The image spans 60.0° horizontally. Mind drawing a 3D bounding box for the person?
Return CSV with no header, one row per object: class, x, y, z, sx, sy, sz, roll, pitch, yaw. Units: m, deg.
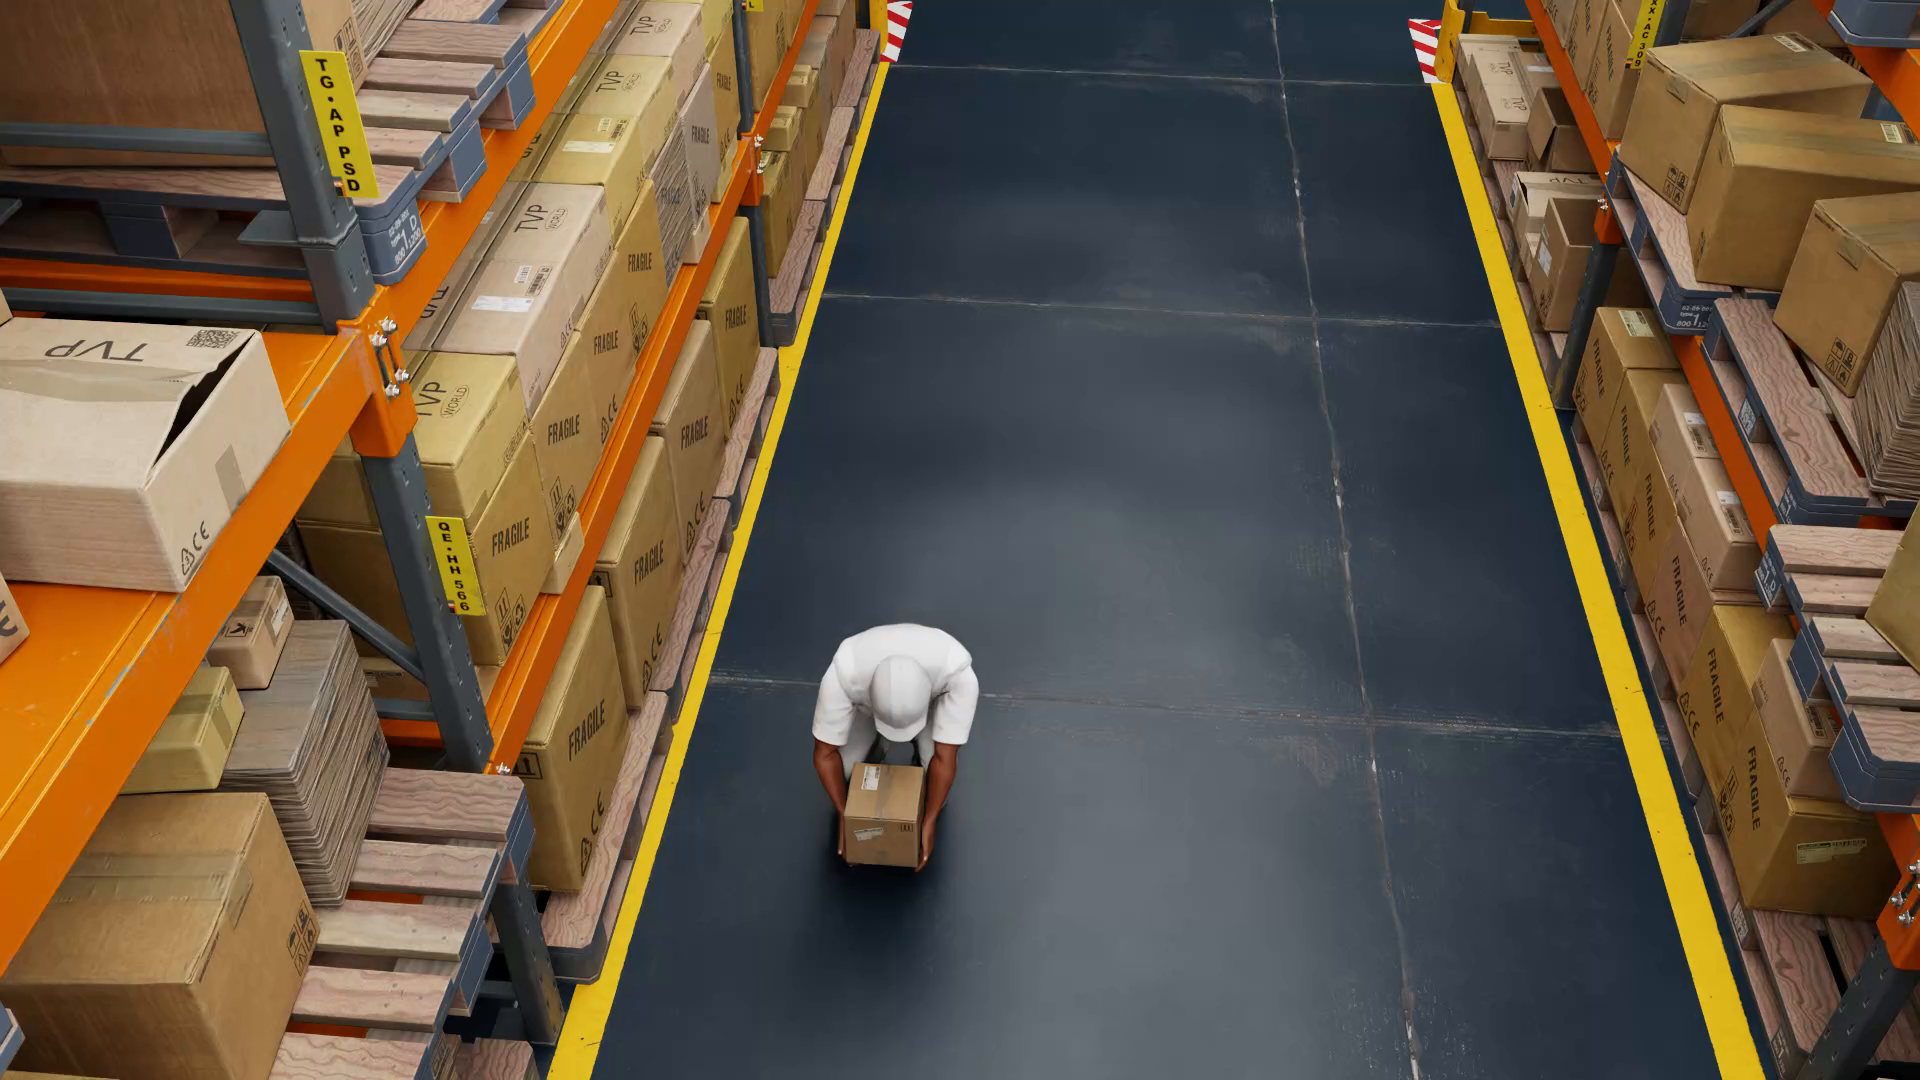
person,-0.220,0.628,5.992,0.581,0.998,0.875,4,40,4
